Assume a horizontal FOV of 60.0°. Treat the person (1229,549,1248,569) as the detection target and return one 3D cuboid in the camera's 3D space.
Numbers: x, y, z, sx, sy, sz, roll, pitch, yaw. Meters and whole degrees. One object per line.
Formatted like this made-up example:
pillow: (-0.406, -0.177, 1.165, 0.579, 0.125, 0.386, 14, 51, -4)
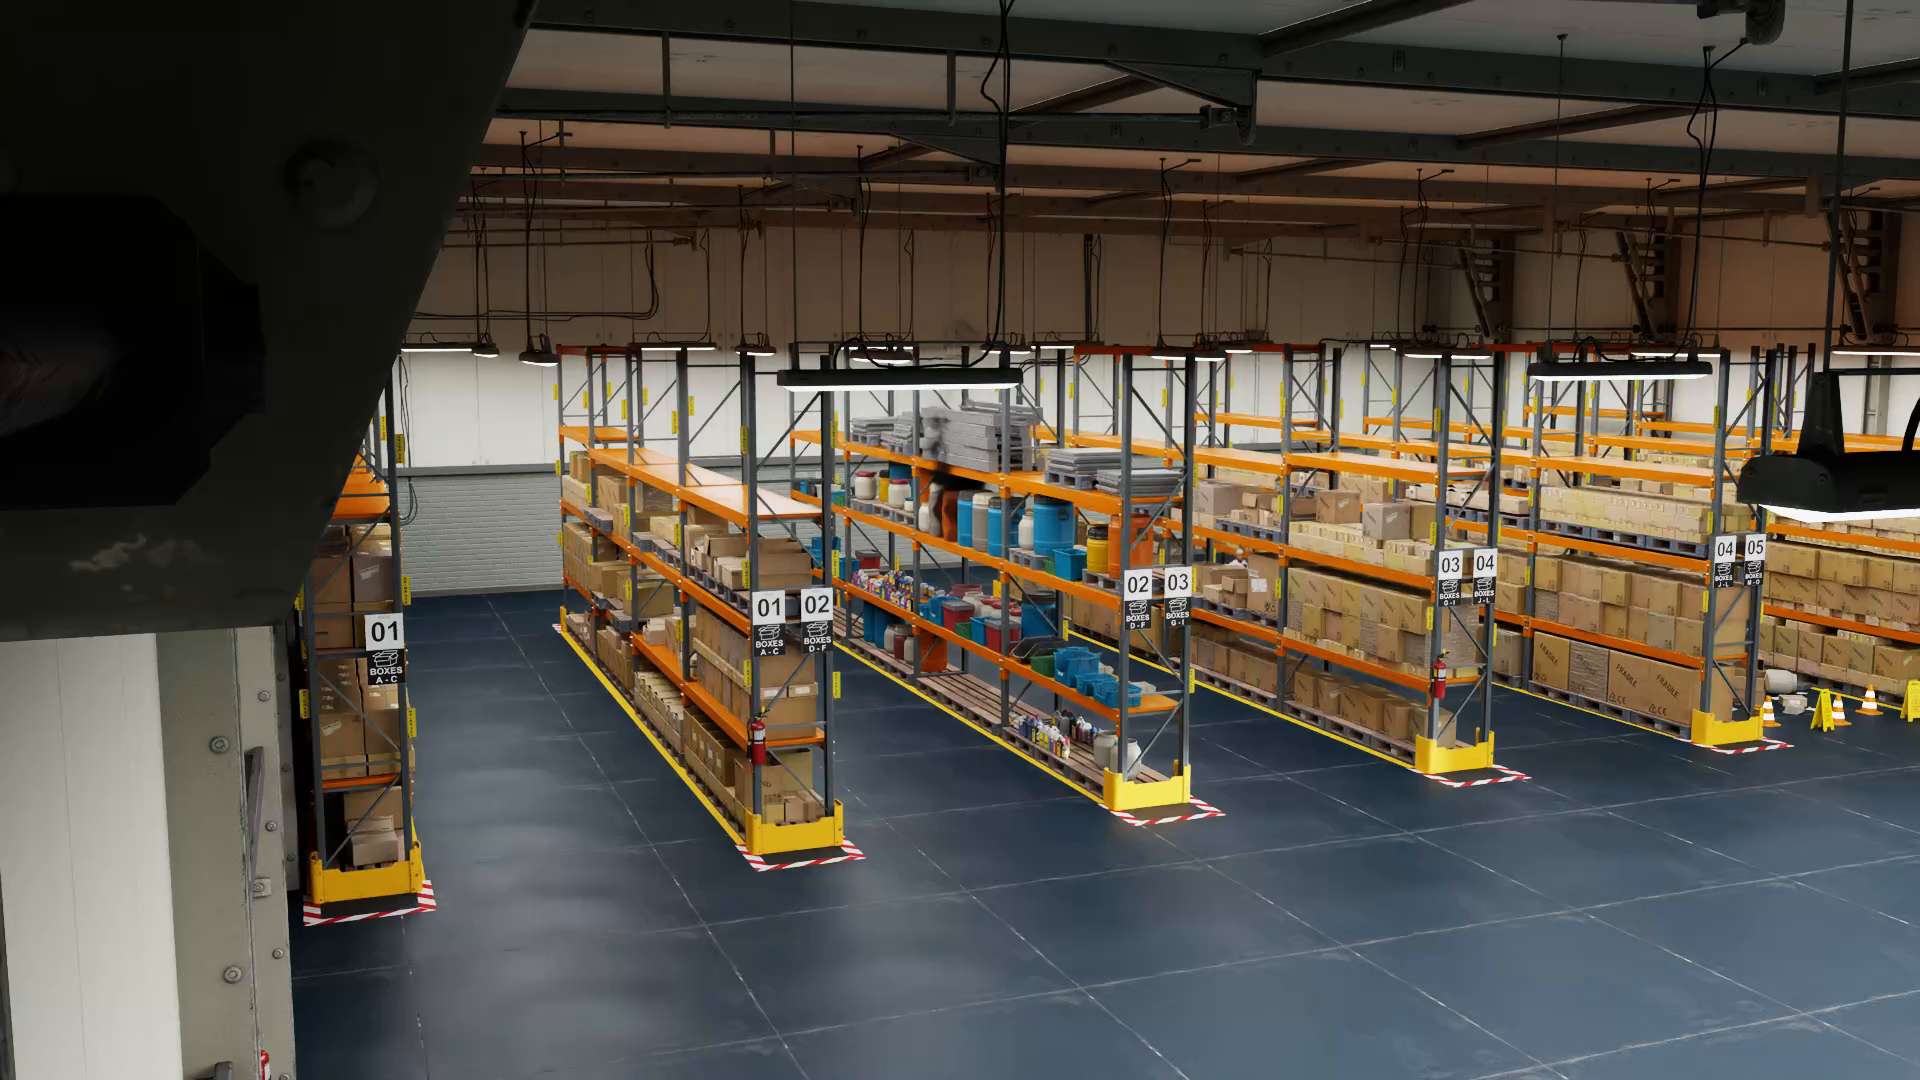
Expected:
person: (5.988, 1.004, 35.656, 0.586, 1.621, 0.543, -2, 8, -15)
